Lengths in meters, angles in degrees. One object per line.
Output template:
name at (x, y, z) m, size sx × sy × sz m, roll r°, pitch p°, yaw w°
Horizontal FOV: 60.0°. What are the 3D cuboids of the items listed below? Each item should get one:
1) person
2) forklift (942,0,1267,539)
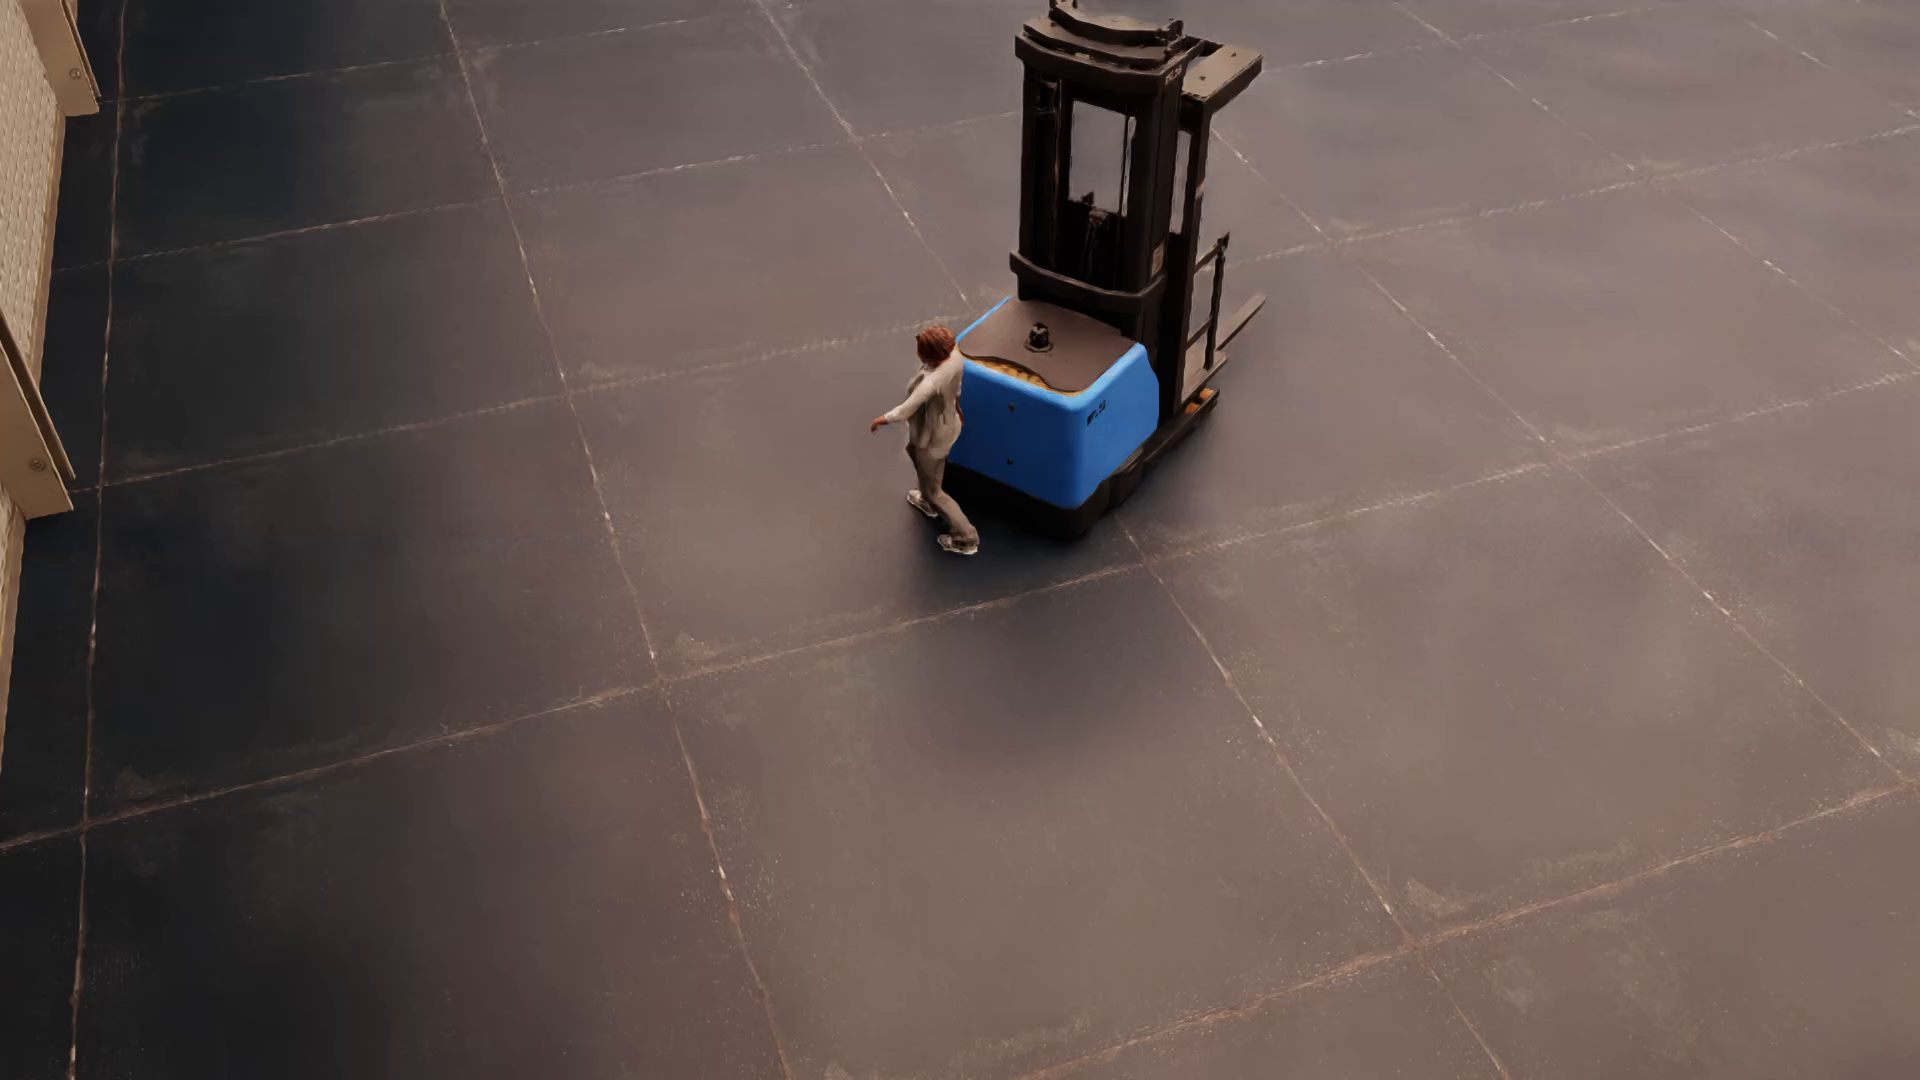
person at (-0.157, -0.665, 9.883) m, size 0.688 × 1.532 × 0.539 m, roll 11°, pitch 41°, yaw 13°
forklift at (1.098, -2.038, 10.424) m, size 1.130 × 2.935 × 3.031 m, roll 24°, pitch 45°, yaw 25°
